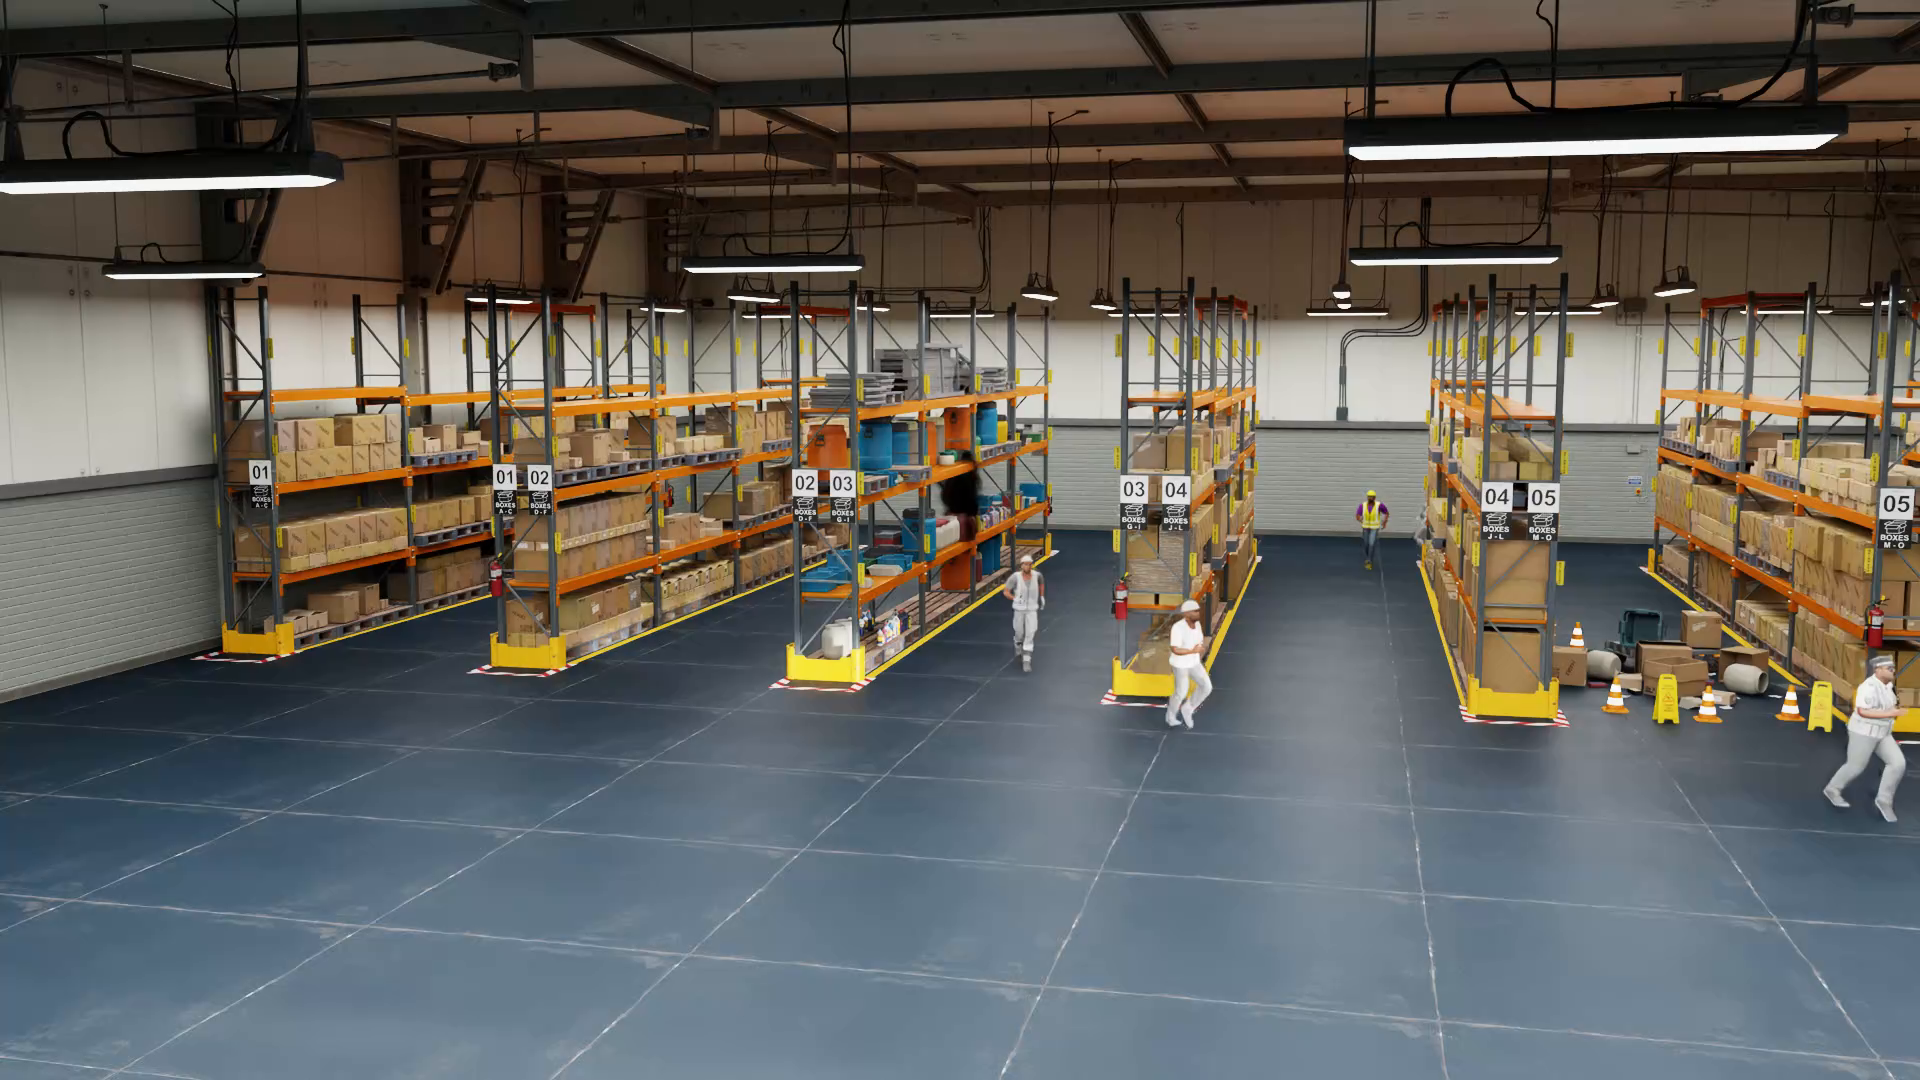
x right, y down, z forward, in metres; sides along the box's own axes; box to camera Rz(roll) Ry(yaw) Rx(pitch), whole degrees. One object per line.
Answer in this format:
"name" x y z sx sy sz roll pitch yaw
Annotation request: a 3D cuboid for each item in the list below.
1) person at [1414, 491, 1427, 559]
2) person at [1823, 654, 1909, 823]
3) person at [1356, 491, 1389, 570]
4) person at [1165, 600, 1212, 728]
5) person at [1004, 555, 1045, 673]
"person" 11.121 -0.348 39.677 0.558 1.673 0.626 3 7 26
"person" 9.738 2.098 17.837 0.687 1.831 0.877 -4 8 -32
"person" 9.412 -0.246 38.077 0.724 1.790 0.856 3 7 27
"person" 2.995 1.626 21.773 0.739 1.711 0.779 -6 9 -43
"person" 1.019 1.111 26.170 0.686 1.780 1.050 -1 7 -9
